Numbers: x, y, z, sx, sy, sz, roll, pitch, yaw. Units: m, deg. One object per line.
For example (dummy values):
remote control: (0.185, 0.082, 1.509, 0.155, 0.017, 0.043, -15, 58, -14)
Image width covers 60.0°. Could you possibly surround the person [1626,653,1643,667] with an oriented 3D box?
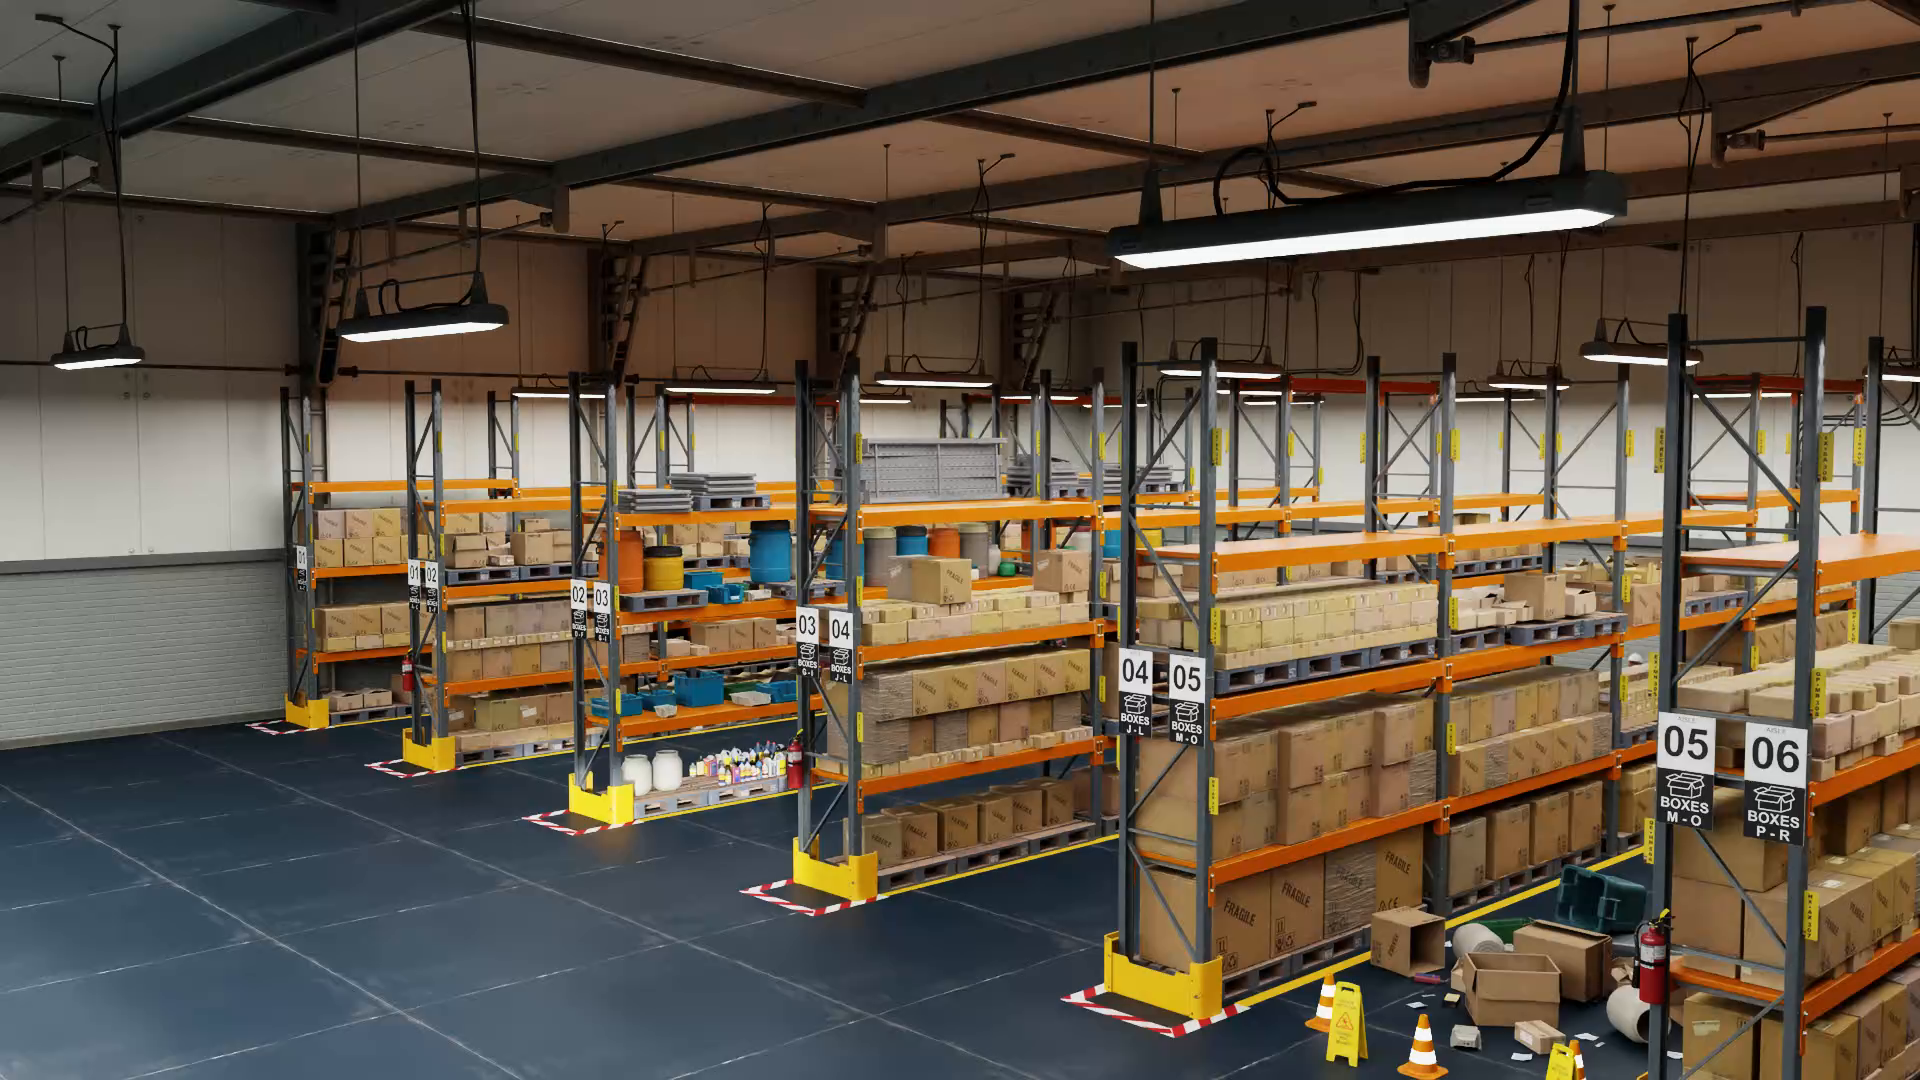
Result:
person: (10.424, 2.657, 25.647, 0.775, 1.828, 0.678, -3, 5, -42)
